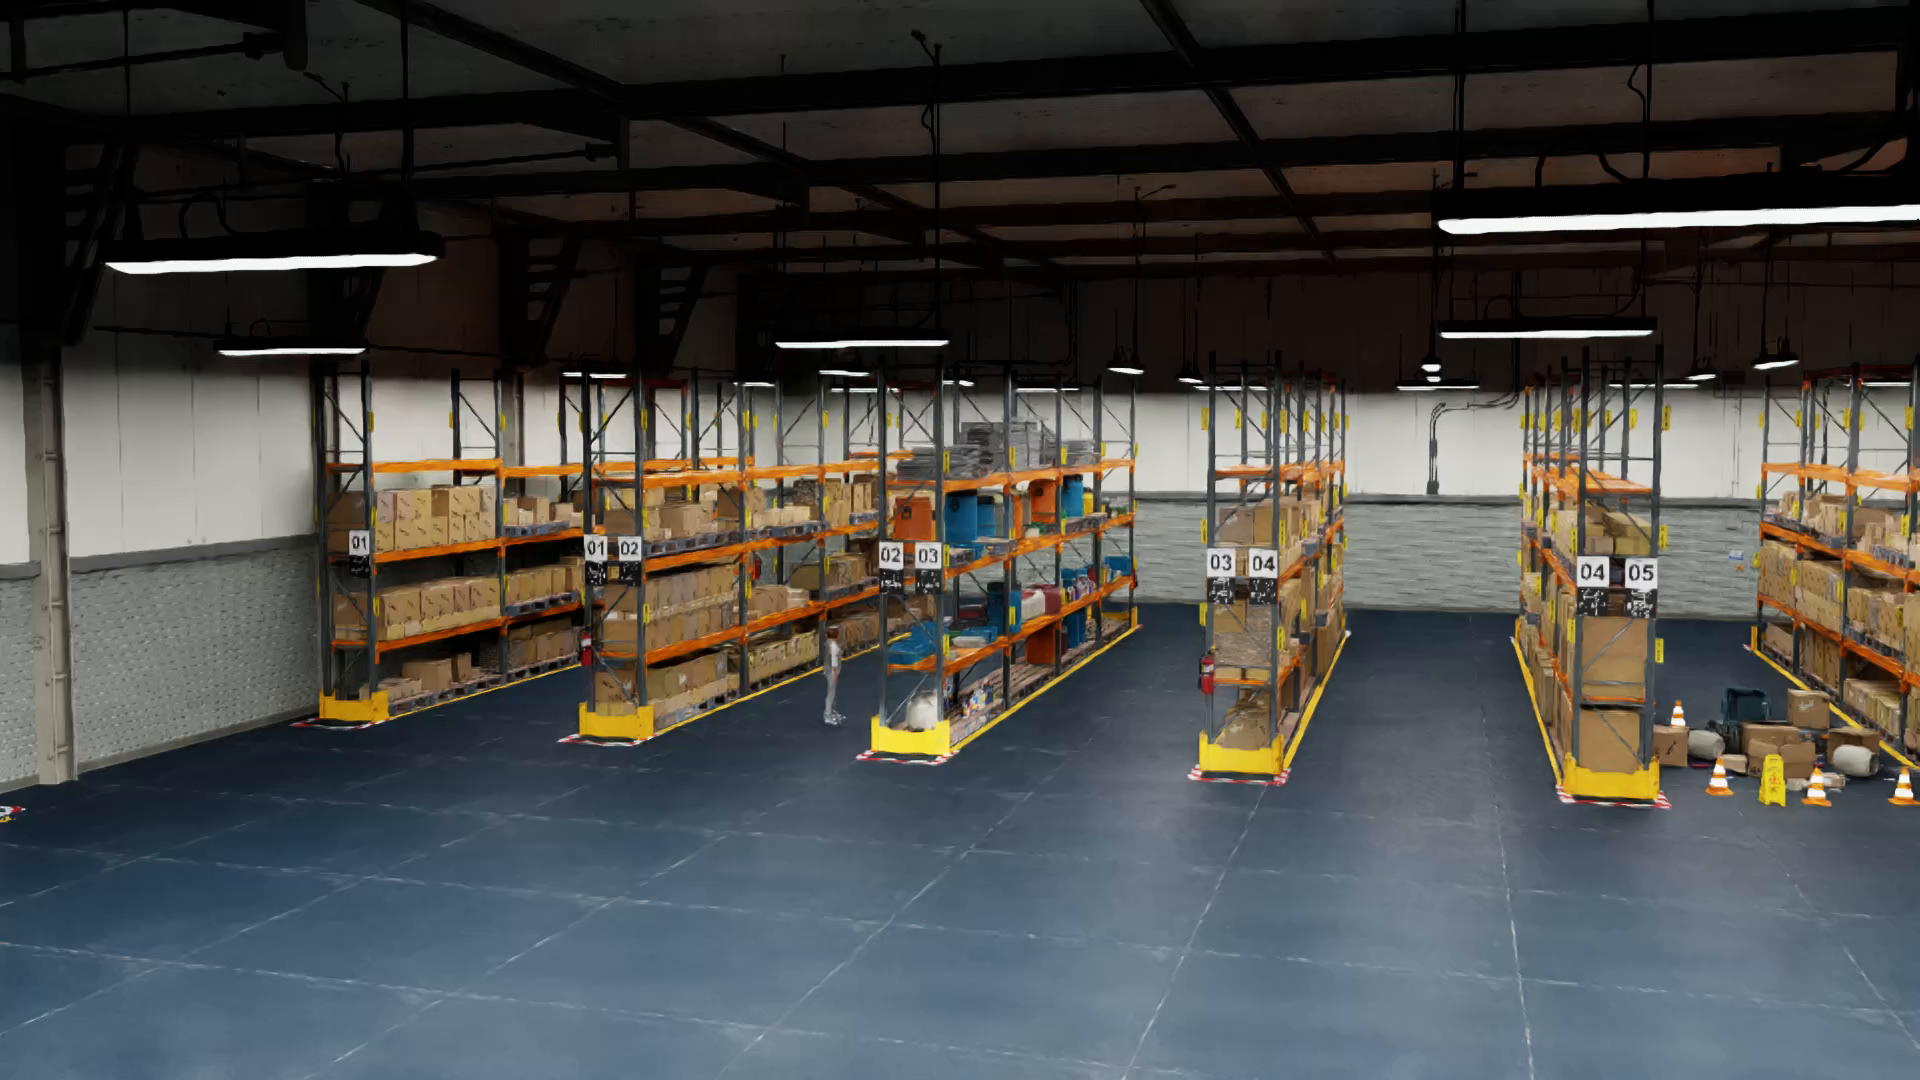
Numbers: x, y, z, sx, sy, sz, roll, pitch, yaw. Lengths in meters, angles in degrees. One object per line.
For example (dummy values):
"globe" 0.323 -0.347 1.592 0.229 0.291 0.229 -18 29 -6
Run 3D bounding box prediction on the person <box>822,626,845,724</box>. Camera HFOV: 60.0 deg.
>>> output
"person" -2.088 2.229 27.572 0.399 1.589 0.469 -1 4 -15
